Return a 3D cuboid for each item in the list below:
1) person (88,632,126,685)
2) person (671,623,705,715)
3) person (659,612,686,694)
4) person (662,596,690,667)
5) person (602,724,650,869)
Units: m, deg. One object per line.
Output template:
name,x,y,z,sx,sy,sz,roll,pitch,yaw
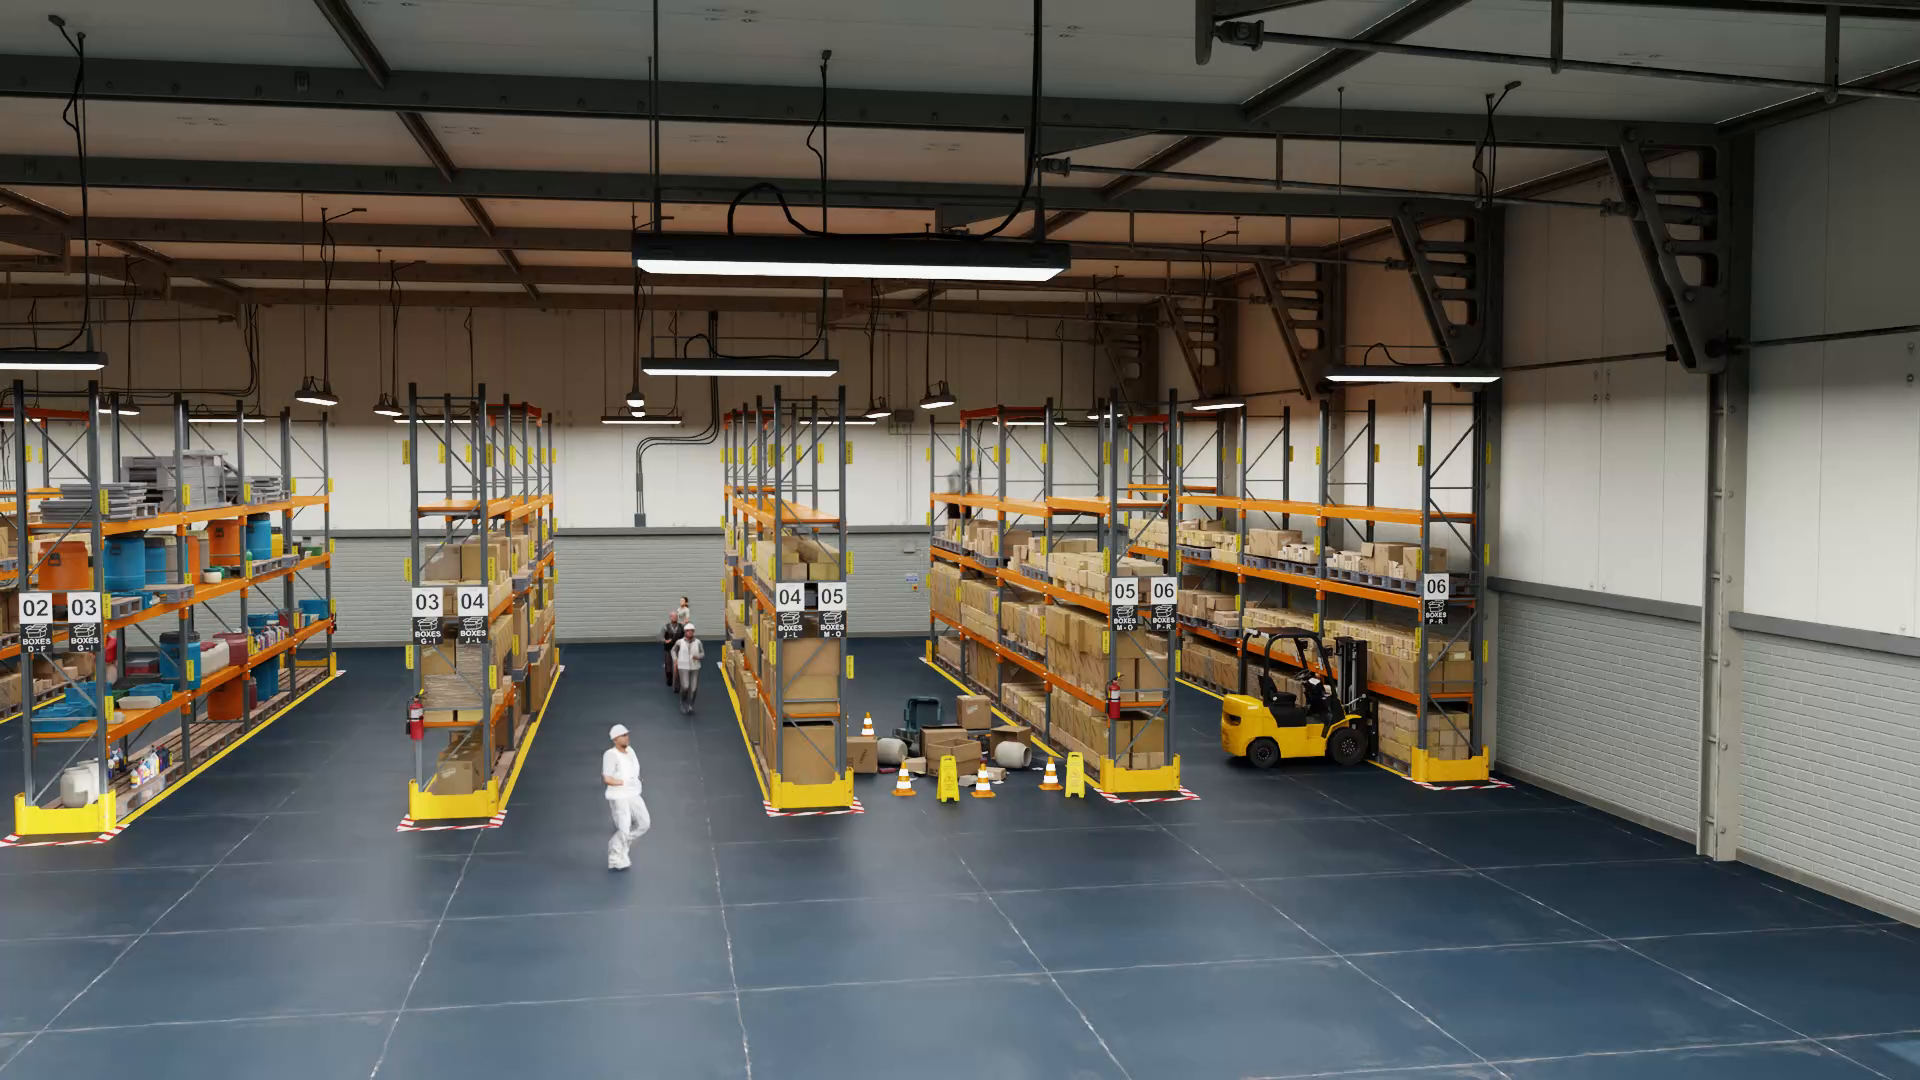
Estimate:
person,-16.646,2.515,32.375,0.640,1.702,0.645,-1,3,-16
person,-5.229,2.490,32.095,0.630,1.752,0.676,-1,3,-19
person,-6.038,2.370,35.187,0.670,1.694,0.878,-1,3,-10
person,-6.637,2.161,39.438,0.578,1.659,0.886,2,4,36
person,-4.005,3.097,20.062,0.611,1.743,0.666,1,3,24
